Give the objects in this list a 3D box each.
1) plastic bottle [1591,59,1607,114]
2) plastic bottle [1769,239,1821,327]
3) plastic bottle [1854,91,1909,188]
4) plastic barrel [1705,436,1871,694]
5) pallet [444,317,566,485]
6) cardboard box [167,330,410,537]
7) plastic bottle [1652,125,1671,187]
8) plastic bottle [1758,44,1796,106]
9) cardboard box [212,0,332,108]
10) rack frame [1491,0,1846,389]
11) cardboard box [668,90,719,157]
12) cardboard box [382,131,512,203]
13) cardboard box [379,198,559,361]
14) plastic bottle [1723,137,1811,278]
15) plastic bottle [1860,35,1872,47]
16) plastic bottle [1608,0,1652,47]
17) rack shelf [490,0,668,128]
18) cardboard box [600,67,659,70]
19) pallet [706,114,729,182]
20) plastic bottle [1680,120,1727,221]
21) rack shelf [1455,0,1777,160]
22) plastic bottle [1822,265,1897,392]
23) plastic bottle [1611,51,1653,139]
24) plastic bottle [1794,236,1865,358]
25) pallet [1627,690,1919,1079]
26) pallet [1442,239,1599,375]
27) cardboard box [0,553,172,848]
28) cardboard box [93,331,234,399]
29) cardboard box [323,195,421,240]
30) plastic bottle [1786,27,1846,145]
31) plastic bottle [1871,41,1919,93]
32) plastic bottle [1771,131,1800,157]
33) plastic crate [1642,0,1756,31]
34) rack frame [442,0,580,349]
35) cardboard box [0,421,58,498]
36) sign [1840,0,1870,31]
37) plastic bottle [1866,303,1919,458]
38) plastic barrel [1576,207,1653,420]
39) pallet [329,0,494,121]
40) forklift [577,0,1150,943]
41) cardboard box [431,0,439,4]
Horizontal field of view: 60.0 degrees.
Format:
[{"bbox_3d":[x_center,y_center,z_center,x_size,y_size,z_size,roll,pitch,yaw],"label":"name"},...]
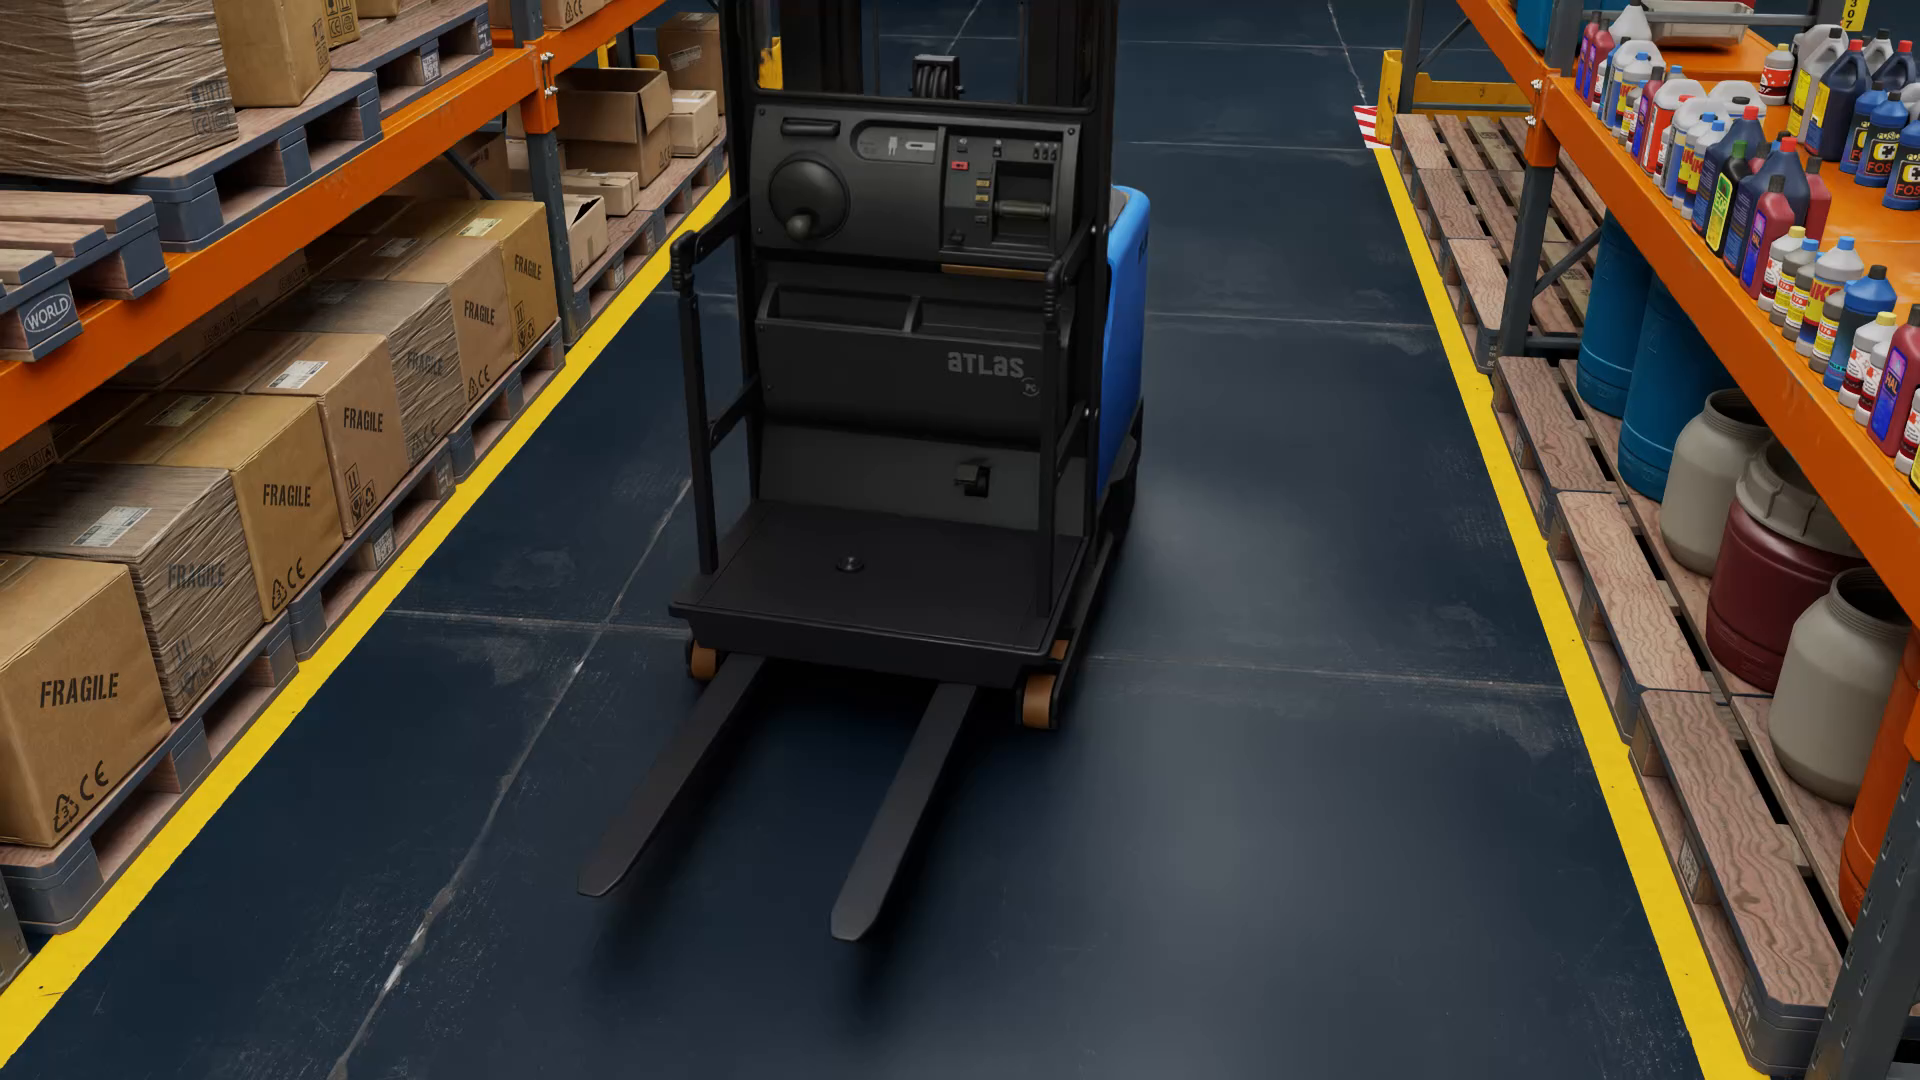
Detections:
[{"bbox_3d":[2.237,-1.574,5.718,0.097,0.201,0.097,0,28,0],"label":"plastic bottle"},{"bbox_3d":[1.986,-0.609,3.927,0.097,0.201,0.097,0,28,0],"label":"plastic bottle"},{"bbox_3d":[2.741,-1.192,4.936,0.097,0.271,0.097,0,28,0],"label":"plastic bottle"},{"bbox_3d":[2.409,0.070,4.558,0.600,0.588,0.708,3,28,6],"label":"plastic barrel"},{"bbox_3d":[-2.260,-0.604,6.649,1.003,0.211,1.213,3,28,6],"label":"pallet"},{"bbox_3d":[-2.165,-0.353,5.415,0.500,0.500,0.500,2,28,4],"label":"cardboard box"},{"bbox_3d":[2.128,-1.155,4.941,0.097,0.201,0.097,0,28,0],"label":"plastic bottle"},{"bbox_3d":[2.864,-1.634,5.830,0.097,0.201,0.097,0,28,0],"label":"plastic bottle"},{"bbox_3d":[-2.353,-1.610,5.028,0.700,0.500,0.500,-4,29,-7],"label":"cardboard box"},{"bbox_3d":[2.718,-1.927,6.165,1.000,3.000,0.127,3,28,6],"label":"rack frame"},{"bbox_3d":[-1.676,-2.367,9.416,0.500,0.250,0.500,3,28,6],"label":"cardboard box"},{"bbox_3d":[-2.410,-1.595,7.719,0.500,0.500,0.500,3,28,6],"label":"cardboard box"},{"bbox_3d":[-1.974,-1.061,6.729,0.500,0.500,0.500,3,28,6],"label":"cardboard box"},{"bbox_3d":[2.055,-0.848,4.214,0.144,0.351,0.185,3,28,6],"label":"plastic bottle"},{"bbox_3d":[3.007,-1.560,5.606,0.061,0.283,0.133,3,28,6],"label":"plastic bottle"},{"bbox_3d":[2.348,-1.740,5.868,0.144,0.351,0.185,3,28,6],"label":"plastic bottle"},{"bbox_3d":[-1.953,-2.842,8.620,1.077,0.370,4.000,3,28,6],"label":"rack shelf"},{"bbox_3d":[-2.100,-2.861,10.440,0.380,0.149,0.250,3,28,6],"label":"cardboard box"},{"bbox_3d":[-1.814,-2.461,10.095,1.003,0.211,1.213,3,28,6],"label":"pallet"},{"bbox_3d":[2.088,-1.031,4.637,0.097,0.271,0.097,0,28,0],"label":"plastic bottle"},{"bbox_3d":[2.963,-2.552,8.083,1.077,0.370,4.000,3,28,6],"label":"rack shelf"},{"bbox_3d":[1.938,-0.456,3.570,0.097,0.271,0.097,0,28,0],"label":"plastic bottle"},{"bbox_3d":[2.197,-1.450,5.414,0.097,0.271,0.097,0,28,0],"label":"plastic bottle"},{"bbox_3d":[1.962,-0.548,3.740,0.097,0.271,0.097,0,28,0],"label":"plastic bottle"},{"bbox_3d":[2.283,0.810,4.024,1.003,0.211,1.213,3,28,6],"label":"pallet"},{"bbox_3d":[2.769,-1.048,7.473,1.003,0.211,1.213,3,28,6],"label":"pallet"},{"bbox_3d":[-2.349,0.375,4.063,0.500,0.500,0.500,5,29,8],"label":"cardboard box"},{"bbox_3d":[-2.685,-0.372,5.450,0.500,0.500,0.500,2,28,4],"label":"cardboard box"},{"bbox_3d":[-2.499,-1.096,6.794,0.500,0.500,0.500,2,28,4],"label":"cardboard box"},{"bbox_3d":[2.787,-1.462,5.353,0.144,0.351,0.185,3,28,6],"label":"plastic bottle"},{"bbox_3d":[2.907,-1.367,5.176,0.144,0.351,0.185,3,28,6],"label":"plastic bottle"},{"bbox_3d":[2.219,-0.977,4.536,0.097,0.271,0.097,0,28,0],"label":"plastic bottle"},{"bbox_3d":[3.076,-2.387,6.888,0.402,0.464,0.583,3,28,6],"label":"plastic crate"},{"bbox_3d":[-2.198,-2.217,6.702,1.000,3.000,0.127,3,28,6],"label":"rack frame"},{"bbox_3d":[-2.804,-0.238,4.410,0.500,0.250,0.500,4,29,8],"label":"cardboard box"},{"bbox_3d":[3.263,-2.016,6.038,0.100,0.325,0.005,3,28,6],"label":"sign"},{"bbox_3d":[1.882,-0.317,3.298,0.061,0.283,0.133,3,28,6],"label":"plastic bottle"},{"bbox_3d":[2.634,-0.933,6.089,0.600,0.901,0.708,3,28,6],"label":"plastic barrel"},{"bbox_3d":[-2.404,-1.762,6.061,1.003,0.211,1.213,3,28,6],"label":"pallet"},{"bbox_3d":[-0.183,-0.949,4.421,1.130,2.935,3.031,7,29,12],"label":"forklift"},{"bbox_3d":[-2.391,-2.511,7.143,0.500,0.500,0.500,4,29,7],"label":"cardboard box"}]
